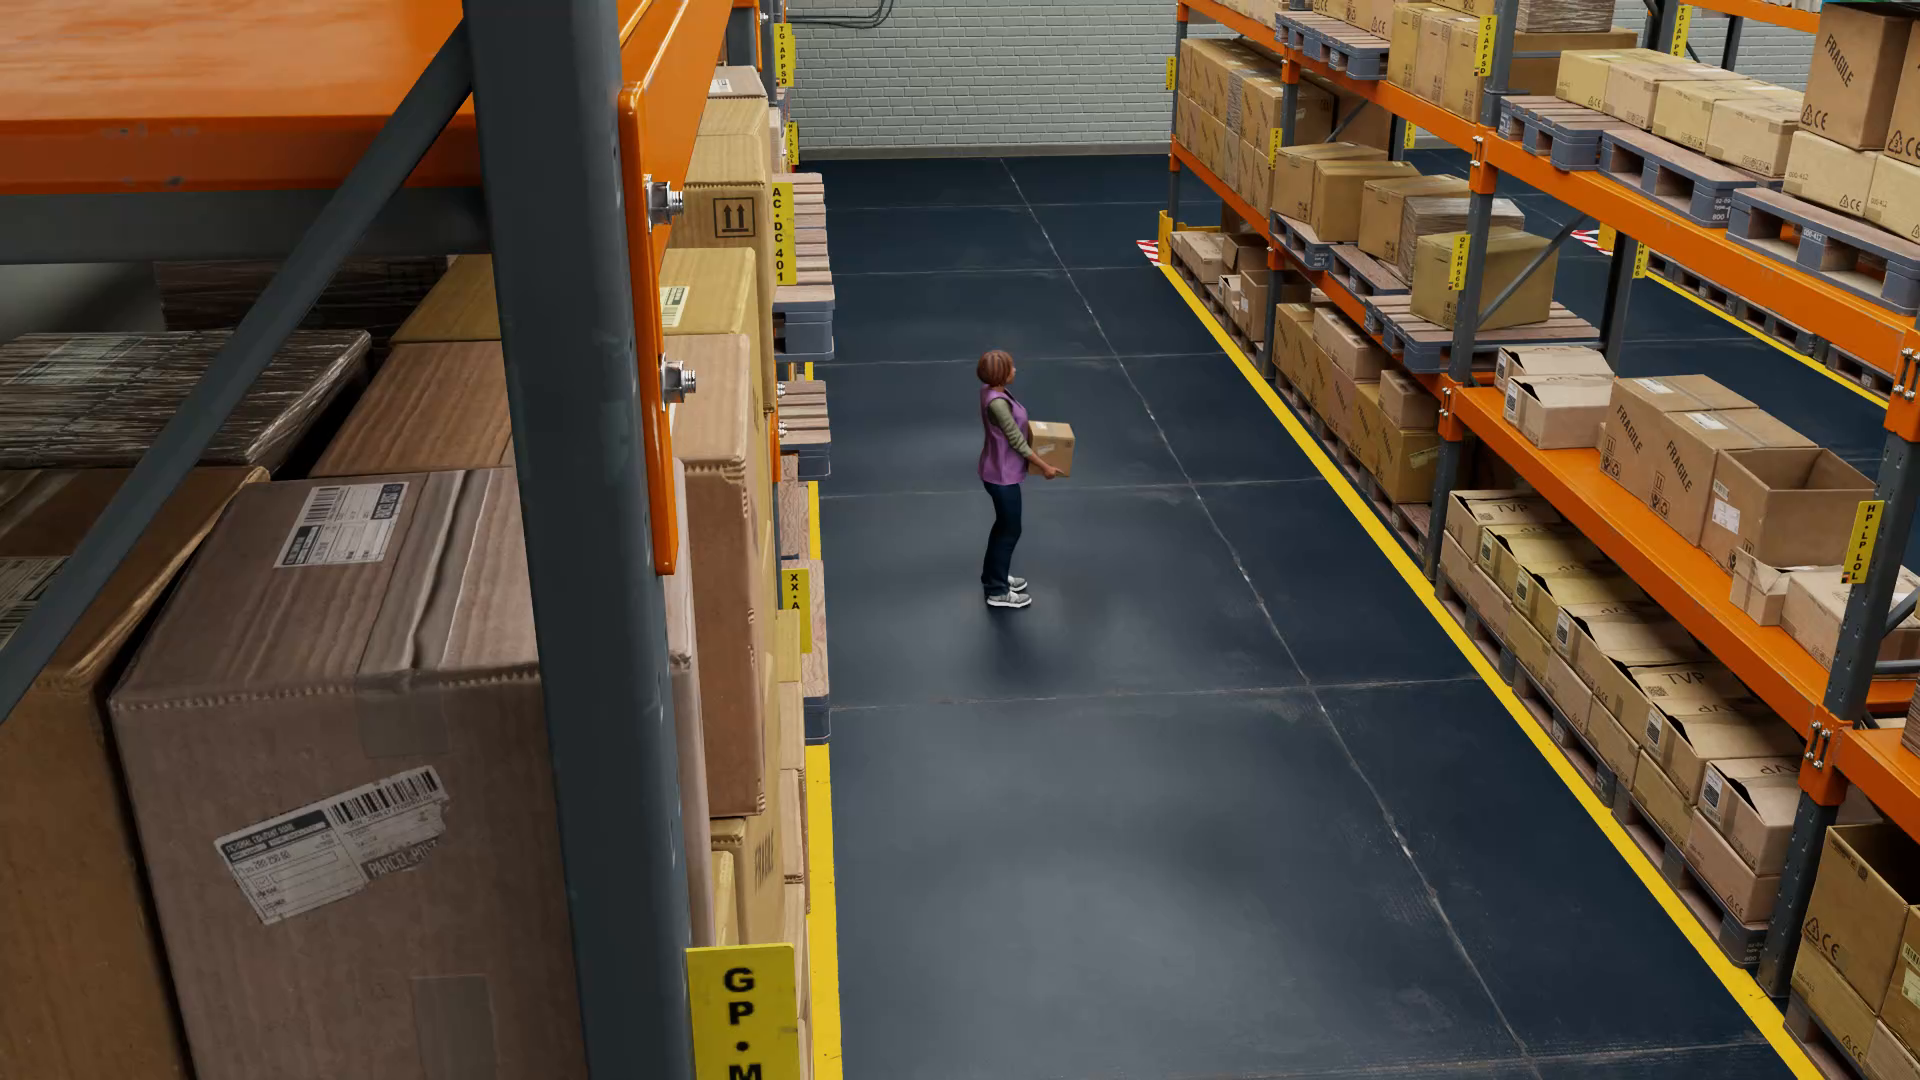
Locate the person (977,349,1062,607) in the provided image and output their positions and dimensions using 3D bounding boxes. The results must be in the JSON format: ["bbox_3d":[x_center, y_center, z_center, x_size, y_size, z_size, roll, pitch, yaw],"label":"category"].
[{"bbox_3d":[0.349,-0.379,9.969,0.498,1.589,0.405,-2,24,-4],"label":"person"}]
